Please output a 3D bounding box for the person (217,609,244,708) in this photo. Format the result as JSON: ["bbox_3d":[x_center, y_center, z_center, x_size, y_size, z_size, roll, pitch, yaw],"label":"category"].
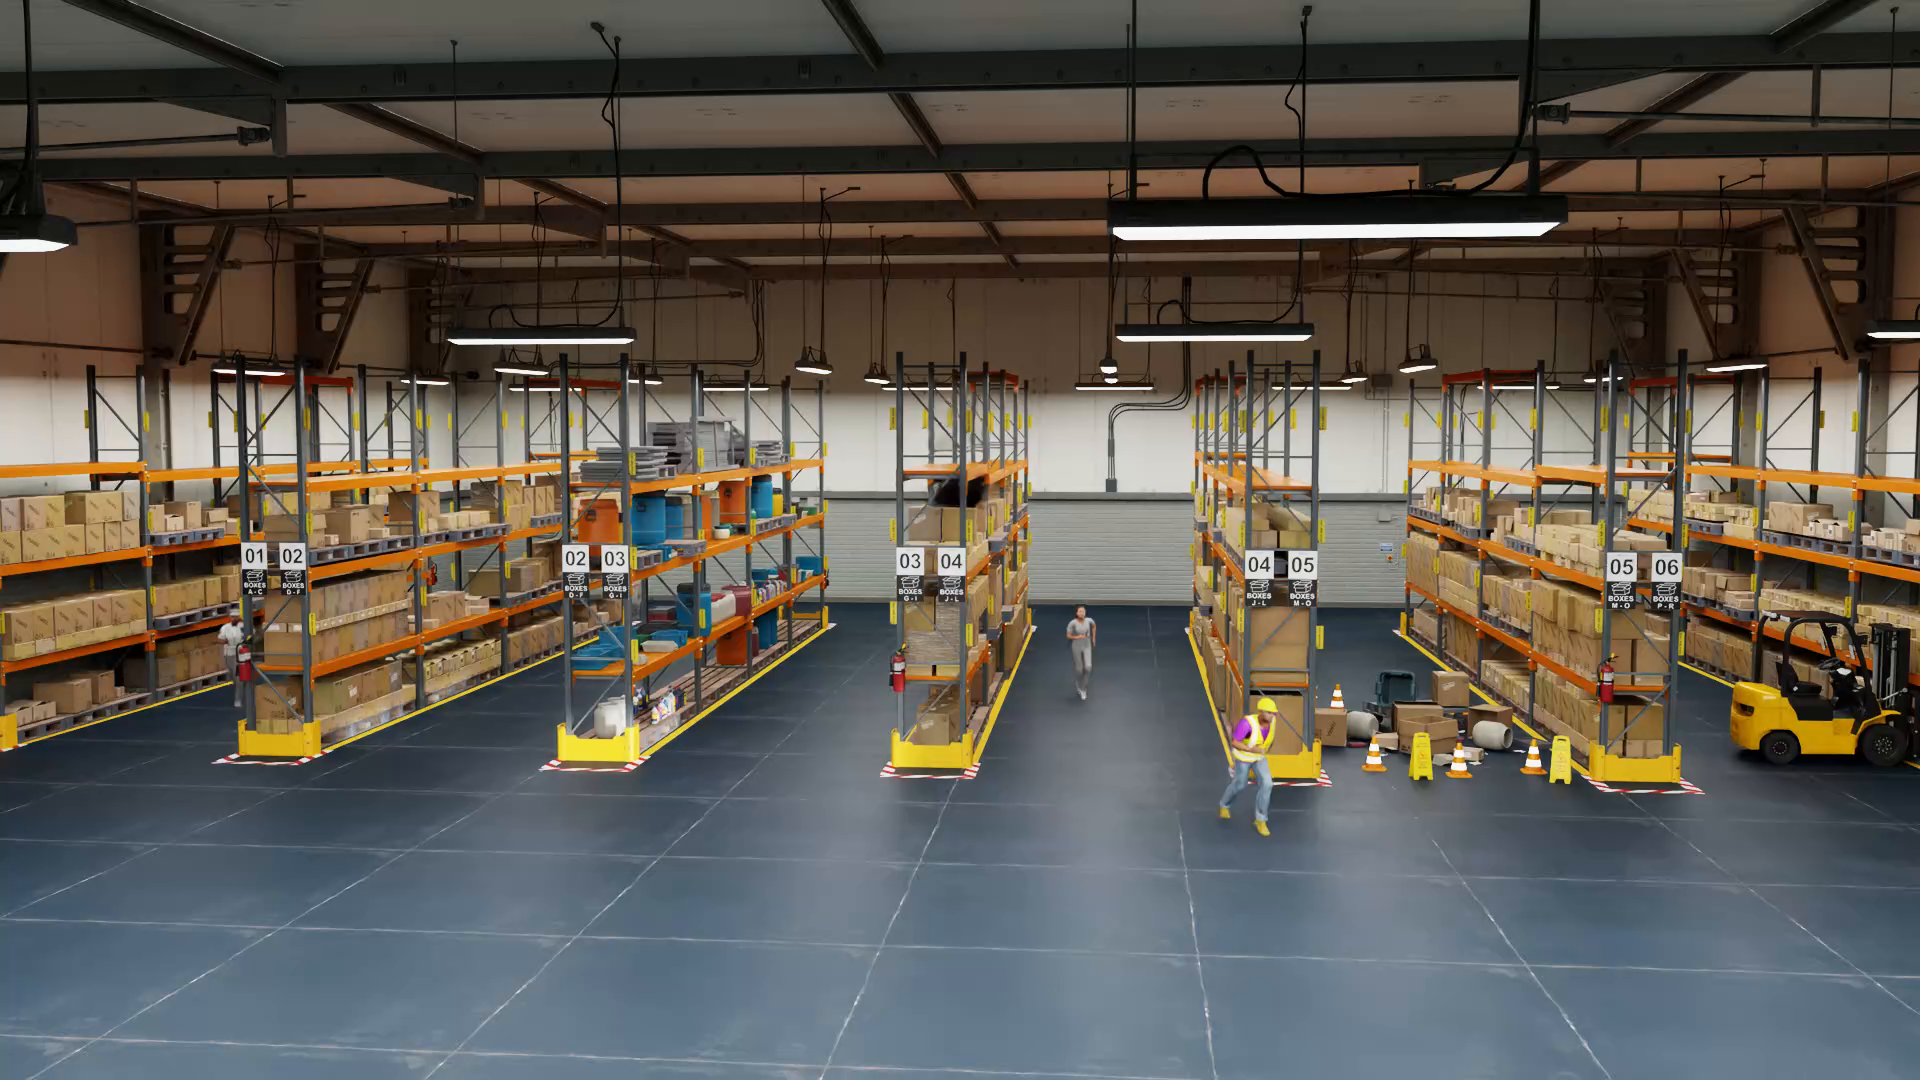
[{"bbox_3d":[-12.849,2.071,29.451,0.556,1.747,0.788,-1,4,-12],"label":"person"}]

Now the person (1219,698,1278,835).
[{"bbox_3d":[3.556,2.743,20.460,0.747,1.717,1.040,-2,5,-28],"label":"person"}]

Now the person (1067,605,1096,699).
[{"bbox_3d":[2.207,2.040,30.258,0.580,1.736,0.768,0,4,-5],"label":"person"}]

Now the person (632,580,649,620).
[{"bbox_3d":[-8.179,1.144,42.015,0.561,1.751,0.681,1,4,17],"label":"person"}]
